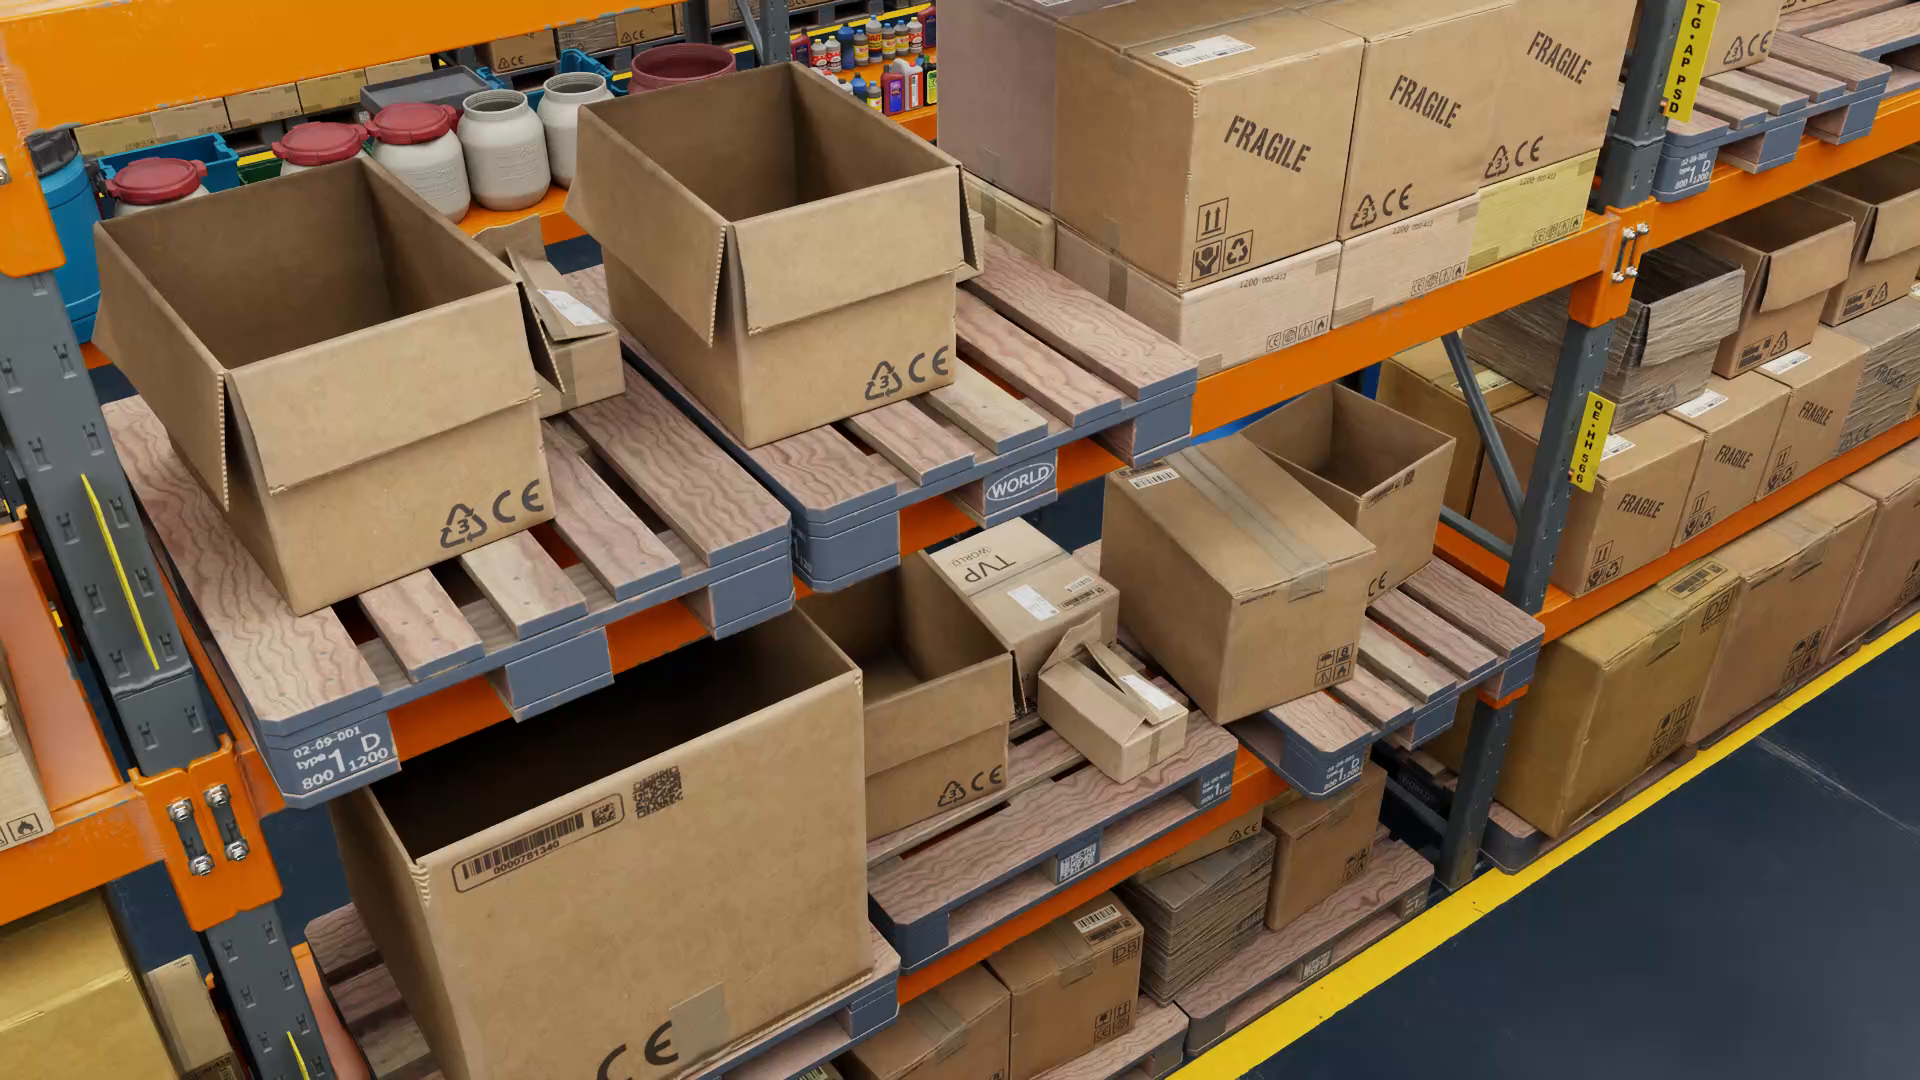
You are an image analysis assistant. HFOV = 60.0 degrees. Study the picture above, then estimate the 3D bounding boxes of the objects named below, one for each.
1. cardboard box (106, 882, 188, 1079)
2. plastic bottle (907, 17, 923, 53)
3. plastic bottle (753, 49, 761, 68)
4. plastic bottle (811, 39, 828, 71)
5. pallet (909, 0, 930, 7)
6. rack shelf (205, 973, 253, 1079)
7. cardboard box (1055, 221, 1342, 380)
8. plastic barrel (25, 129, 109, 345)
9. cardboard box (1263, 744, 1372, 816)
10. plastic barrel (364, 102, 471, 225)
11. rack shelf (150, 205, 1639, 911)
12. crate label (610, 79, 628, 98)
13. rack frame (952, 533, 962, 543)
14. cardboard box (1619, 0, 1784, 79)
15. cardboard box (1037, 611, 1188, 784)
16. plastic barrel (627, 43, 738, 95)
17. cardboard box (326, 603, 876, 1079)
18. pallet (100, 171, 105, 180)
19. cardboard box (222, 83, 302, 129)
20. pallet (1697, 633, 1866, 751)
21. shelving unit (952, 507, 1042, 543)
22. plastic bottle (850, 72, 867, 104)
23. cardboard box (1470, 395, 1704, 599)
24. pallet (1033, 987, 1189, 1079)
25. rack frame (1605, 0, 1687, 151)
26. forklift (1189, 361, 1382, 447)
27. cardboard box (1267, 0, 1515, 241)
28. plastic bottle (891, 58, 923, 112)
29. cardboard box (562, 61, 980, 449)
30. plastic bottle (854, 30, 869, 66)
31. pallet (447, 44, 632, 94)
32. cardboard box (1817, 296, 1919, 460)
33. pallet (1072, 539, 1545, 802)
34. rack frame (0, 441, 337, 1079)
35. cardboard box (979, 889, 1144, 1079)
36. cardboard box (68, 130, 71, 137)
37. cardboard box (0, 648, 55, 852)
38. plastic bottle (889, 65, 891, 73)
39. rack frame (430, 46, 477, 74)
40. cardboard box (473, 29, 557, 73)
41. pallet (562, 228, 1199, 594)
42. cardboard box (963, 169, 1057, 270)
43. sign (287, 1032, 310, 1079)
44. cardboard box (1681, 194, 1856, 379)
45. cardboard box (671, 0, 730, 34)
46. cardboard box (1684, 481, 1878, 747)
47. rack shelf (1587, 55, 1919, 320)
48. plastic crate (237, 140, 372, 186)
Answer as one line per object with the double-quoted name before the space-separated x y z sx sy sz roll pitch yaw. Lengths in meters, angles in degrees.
"cardboard box" -2.032 1.185 3.693 0.500 0.500 0.875 -22 41 -28
"plastic bottle" -0.277 -3.081 10.135 0.097 0.201 0.097 0 36 0
"plastic bottle" -1.128 -2.777 9.642 0.133 0.283 0.061 -22 41 -28
"plastic bottle" -0.834 -2.852 9.816 0.097 0.201 0.097 0 36 0
"pallet" -0.231 -5.294 15.430 1.213 0.211 1.003 -22 41 -28
"rack shelf" -3.264 2.189 3.253 4.000 0.370 1.077 -22 41 -28
"cardboard box" 0.584 -0.660 4.158 0.500 0.250 0.500 -21 41 -27
"plastic barrel" -3.992 -1.328 7.099 0.708 0.901 0.600 -22 41 -28
"cardboard box" 1.110 0.650 5.899 0.500 0.250 0.500 -21 41 -26
"plastic barrel" -2.620 -1.804 8.073 0.433 0.535 0.433 0 36 0
"rack shelf" 0.006 -0.374 4.248 4.000 0.370 1.077 -22 41 -28
"crate label" -1.773 -2.454 9.237 0.416 0.233 0.303 -22 41 -28
"rack frame" -0.064 -0.461 7.863 0.015 1.200 0.240 -22 41 -28
"cardboard box" 2.098 -1.791 5.154 0.637 0.503 0.797 -20 40 -25
"cardboard box" 0.433 0.453 4.807 0.258 0.266 0.396 -24 42 -29
"plastic barrel" -1.417 -2.240 8.678 0.708 0.536 0.600 -22 41 -28
"cardboard box" -0.899 0.610 3.960 1.000 1.000 1.000 -22 41 -28
"pallet" -6.753 -2.639 11.739 1.213 0.211 1.003 -22 41 -28
"cardboard box" -5.185 -3.268 12.221 0.500 0.250 0.500 -21 41 -27
"pallet" 3.325 0.374 7.549 1.213 0.211 1.003 -22 41 -28
"shelving unit" 0.135 -0.543 7.977 0.503 1.200 0.258 -22 41 -28
"plastic bottle" -0.562 -2.450 9.198 0.097 0.271 0.097 0 36 0
"cardboard box" 2.195 -0.195 5.867 0.500 0.500 0.500 -21 41 -27
"pallet" 0.005 1.681 5.732 1.213 0.211 1.003 -22 41 -28
"rack frame" 1.641 -2.557 4.098 0.127 3.000 1.000 -22 41 -28
"forklift" 2.543 -1.653 8.038 3.031 2.935 1.130 -9 37 -13
"cardboard box" 0.982 -1.125 4.162 0.500 0.500 0.500 -22 41 -28
"plastic bottle" -0.294 -2.582 9.377 0.135 0.276 0.152 -22 41 -28
"cardboard box" -0.418 -0.634 3.545 0.637 0.503 0.797 -21 41 -26
"plastic bottle" -0.595 -2.950 9.953 0.097 0.201 0.097 0 36 0
"pallet" -3.431 -3.951 13.563 1.213 0.211 1.003 -22 41 -28
"cardboard box" 3.442 -0.711 6.584 0.500 0.500 0.500 -22 41 -28
"pallet" 1.120 0.247 5.501 1.003 0.211 1.213 -22 41 -28
"rack frame" -1.629 1.224 3.979 0.127 3.000 1.000 -22 41 -28
"cardboard box" 0.199 1.337 5.587 0.500 0.500 0.700 -19 40 -24
"cardboard box" -6.441 -2.748 11.497 0.500 0.250 0.500 -21 41 -27
"cardboard box" -1.851 0.345 2.760 0.500 0.250 0.500 -21 41 -26
"plastic bottle" -0.381 -2.604 9.472 0.097 0.201 0.097 0 36 0
"rack frame" -4.063 -4.850 12.425 0.127 3.000 1.000 -22 41 -28
"cardboard box" -3.526 -4.031 13.050 0.500 0.500 0.500 -21 41 -26
"pallet" -0.217 -0.424 3.863 1.003 0.211 1.213 -22 41 -28
"cardboard box" 0.275 -0.891 4.480 0.500 0.250 0.500 -21 41 -27
"sign" -1.310 1.129 3.369 0.005 0.325 0.100 -22 41 -28
"cardboard box" 2.782 -1.025 6.161 0.637 0.503 0.797 -21 41 -27
"cardboard box" -2.265 -4.554 13.777 0.500 0.500 0.500 -24 42 -29
"cardboard box" 2.950 0.053 7.068 0.875 0.875 1.225 -22 41 -28
"rack shelf" 3.276 -1.720 6.119 4.000 0.370 1.077 -22 41 -28
"plastic crate" -3.221 -1.774 8.329 0.662 0.188 0.450 -22 41 -28
